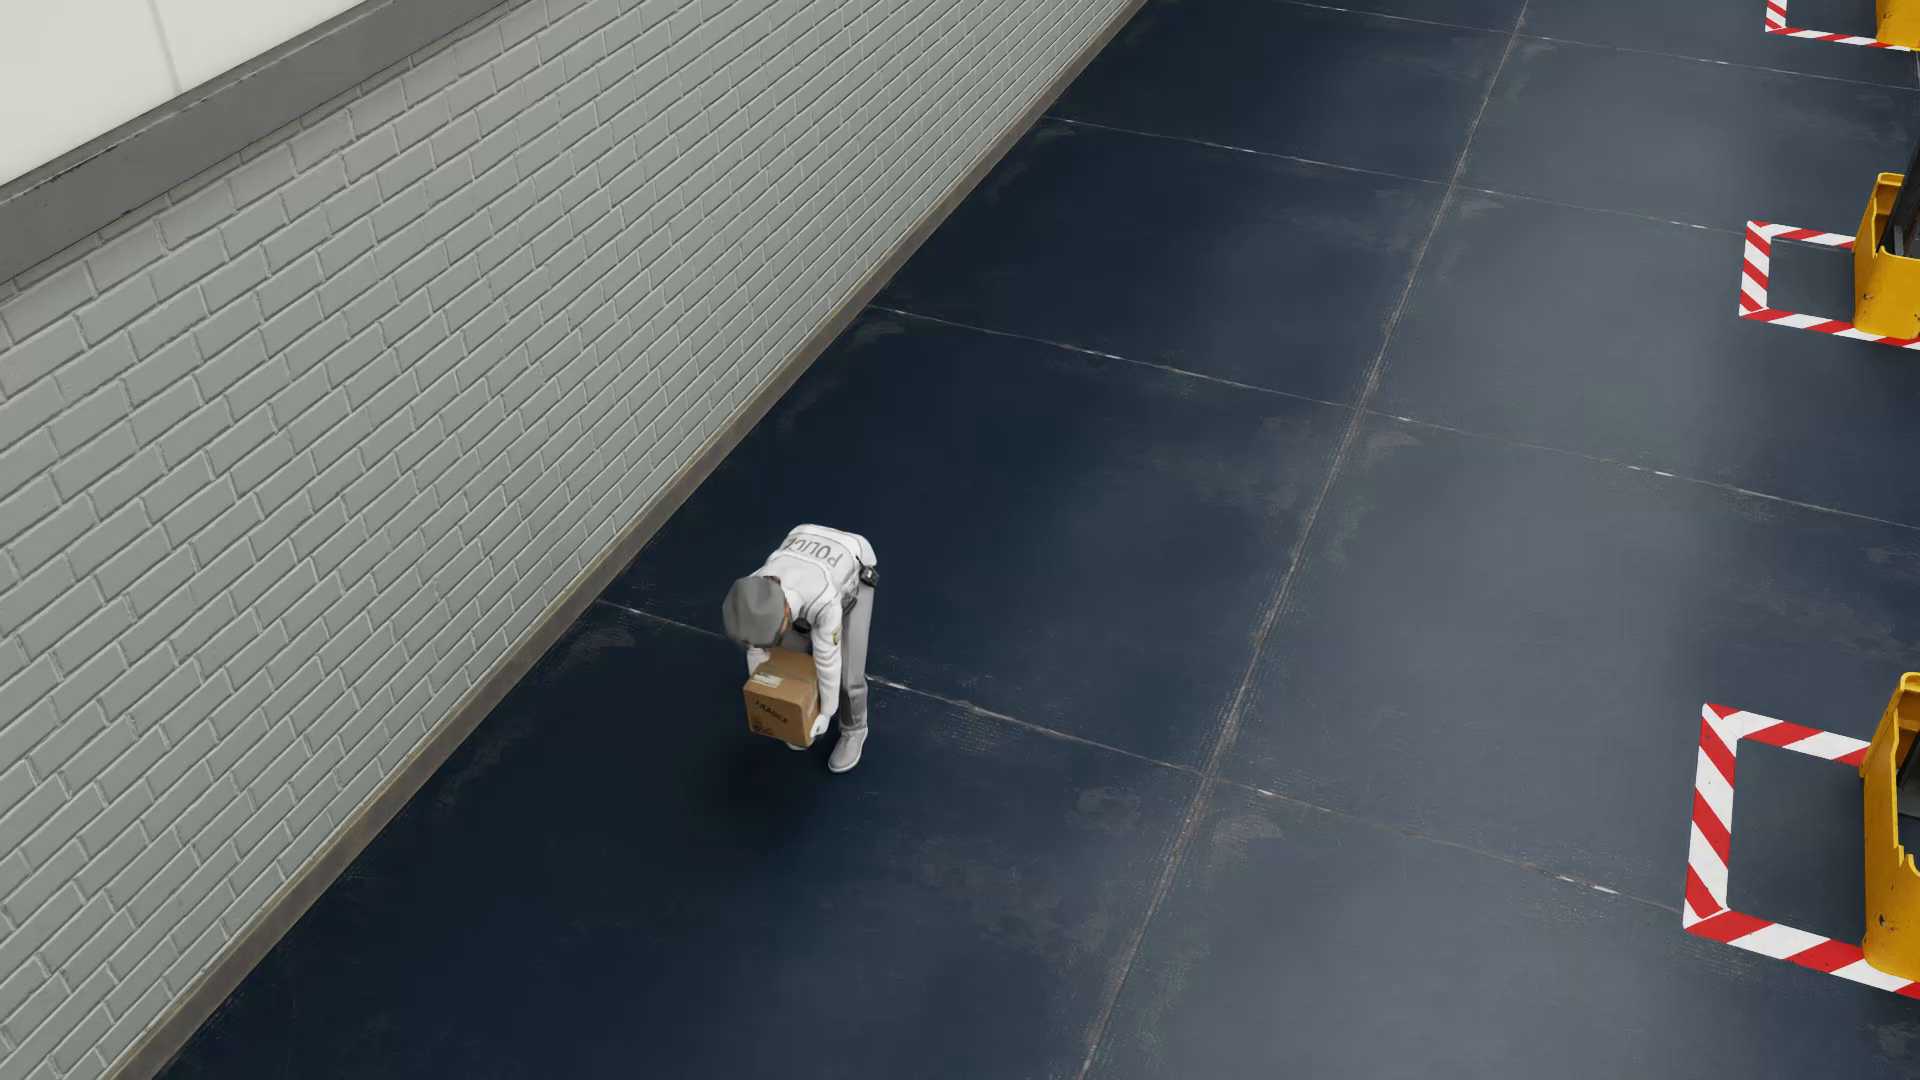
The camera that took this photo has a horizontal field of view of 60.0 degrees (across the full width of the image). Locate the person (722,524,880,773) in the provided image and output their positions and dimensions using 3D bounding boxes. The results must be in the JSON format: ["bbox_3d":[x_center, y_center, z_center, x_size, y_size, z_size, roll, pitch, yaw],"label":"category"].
[{"bbox_3d":[-0.618,0.474,6.548,0.408,1.251,0.905,13,40,16],"label":"person"}]
